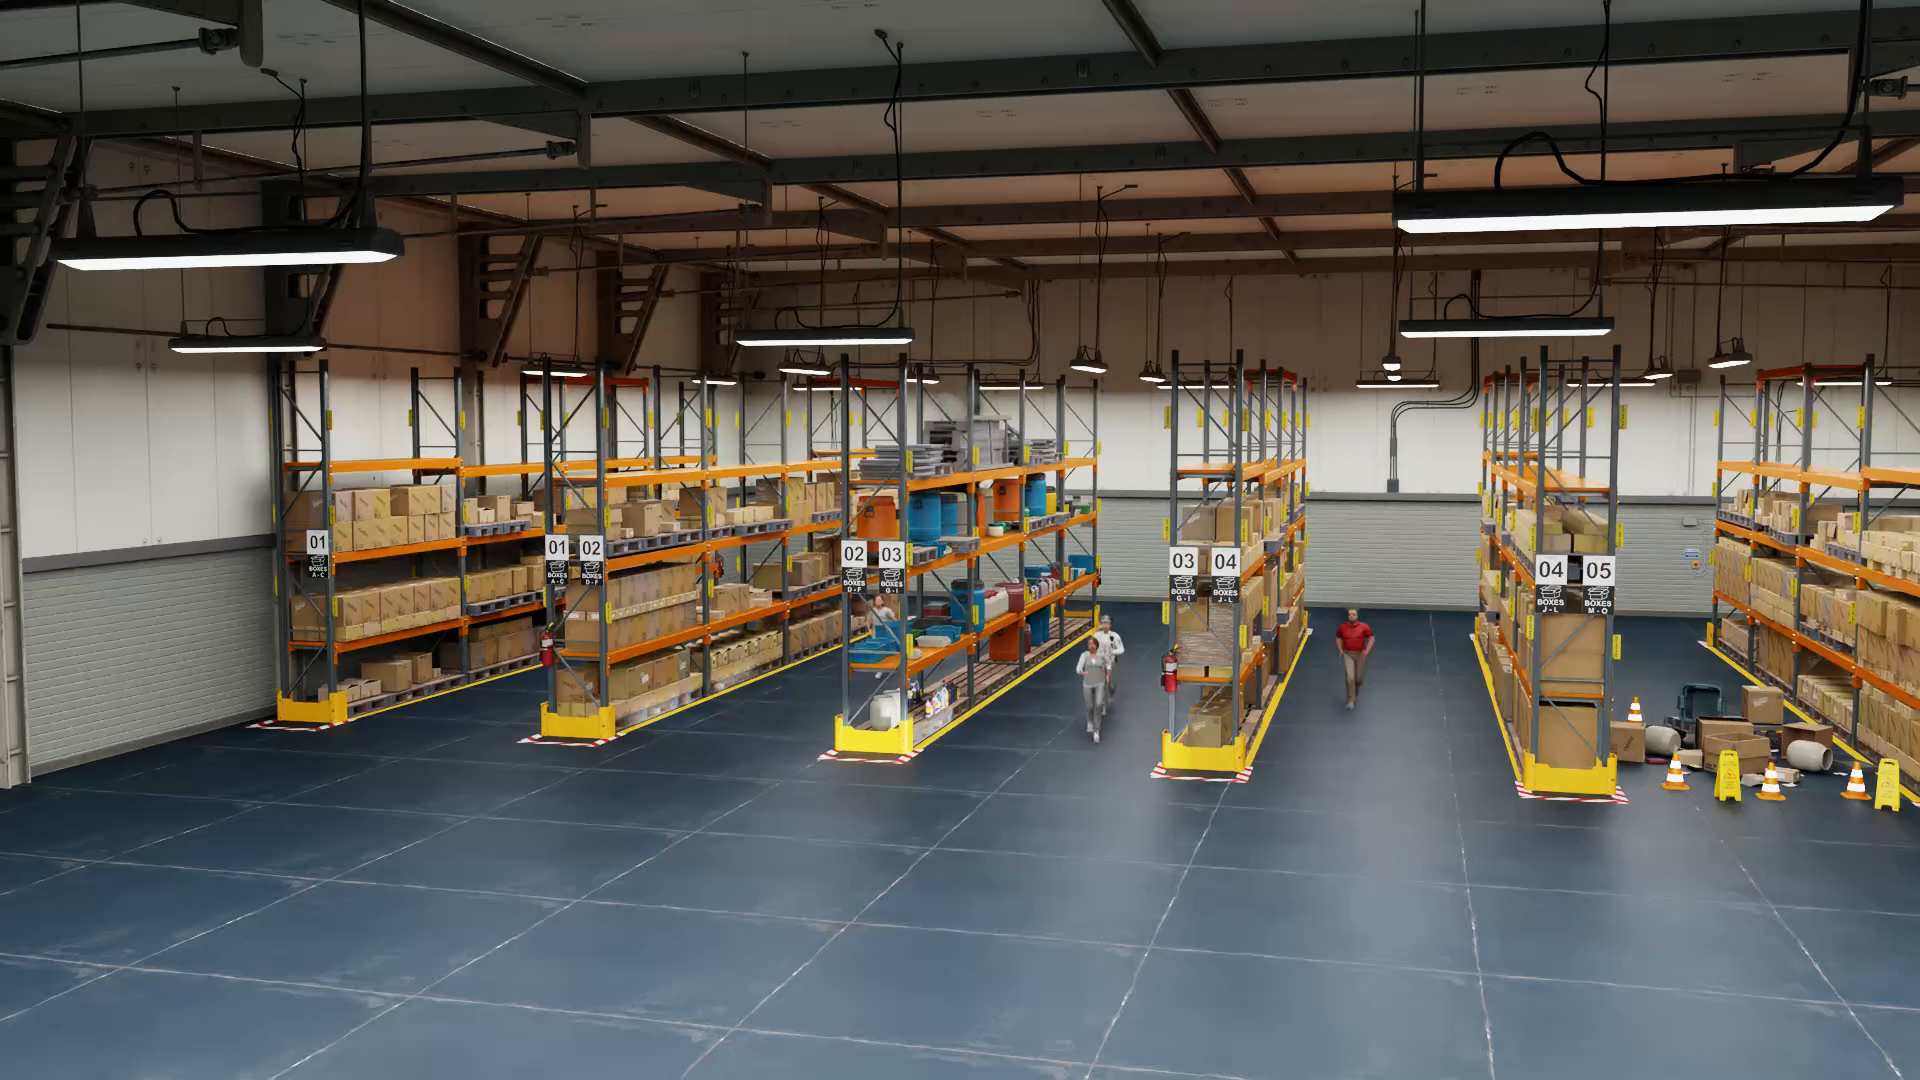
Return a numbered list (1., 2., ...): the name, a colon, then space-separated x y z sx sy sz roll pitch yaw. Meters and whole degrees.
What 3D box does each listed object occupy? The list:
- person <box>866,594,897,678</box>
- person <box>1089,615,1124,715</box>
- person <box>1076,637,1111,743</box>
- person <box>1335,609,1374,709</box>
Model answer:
1. person: -1.539 1.867 32.372 0.596 1.628 0.588 1 4 13
2. person: 2.494 2.111 28.451 0.624 1.669 0.874 1 4 9
3. person: 2.101 2.326 26.160 0.545 1.625 0.806 1 4 7
4. person: 6.929 2.062 29.220 0.667 1.734 0.734 1 4 15
